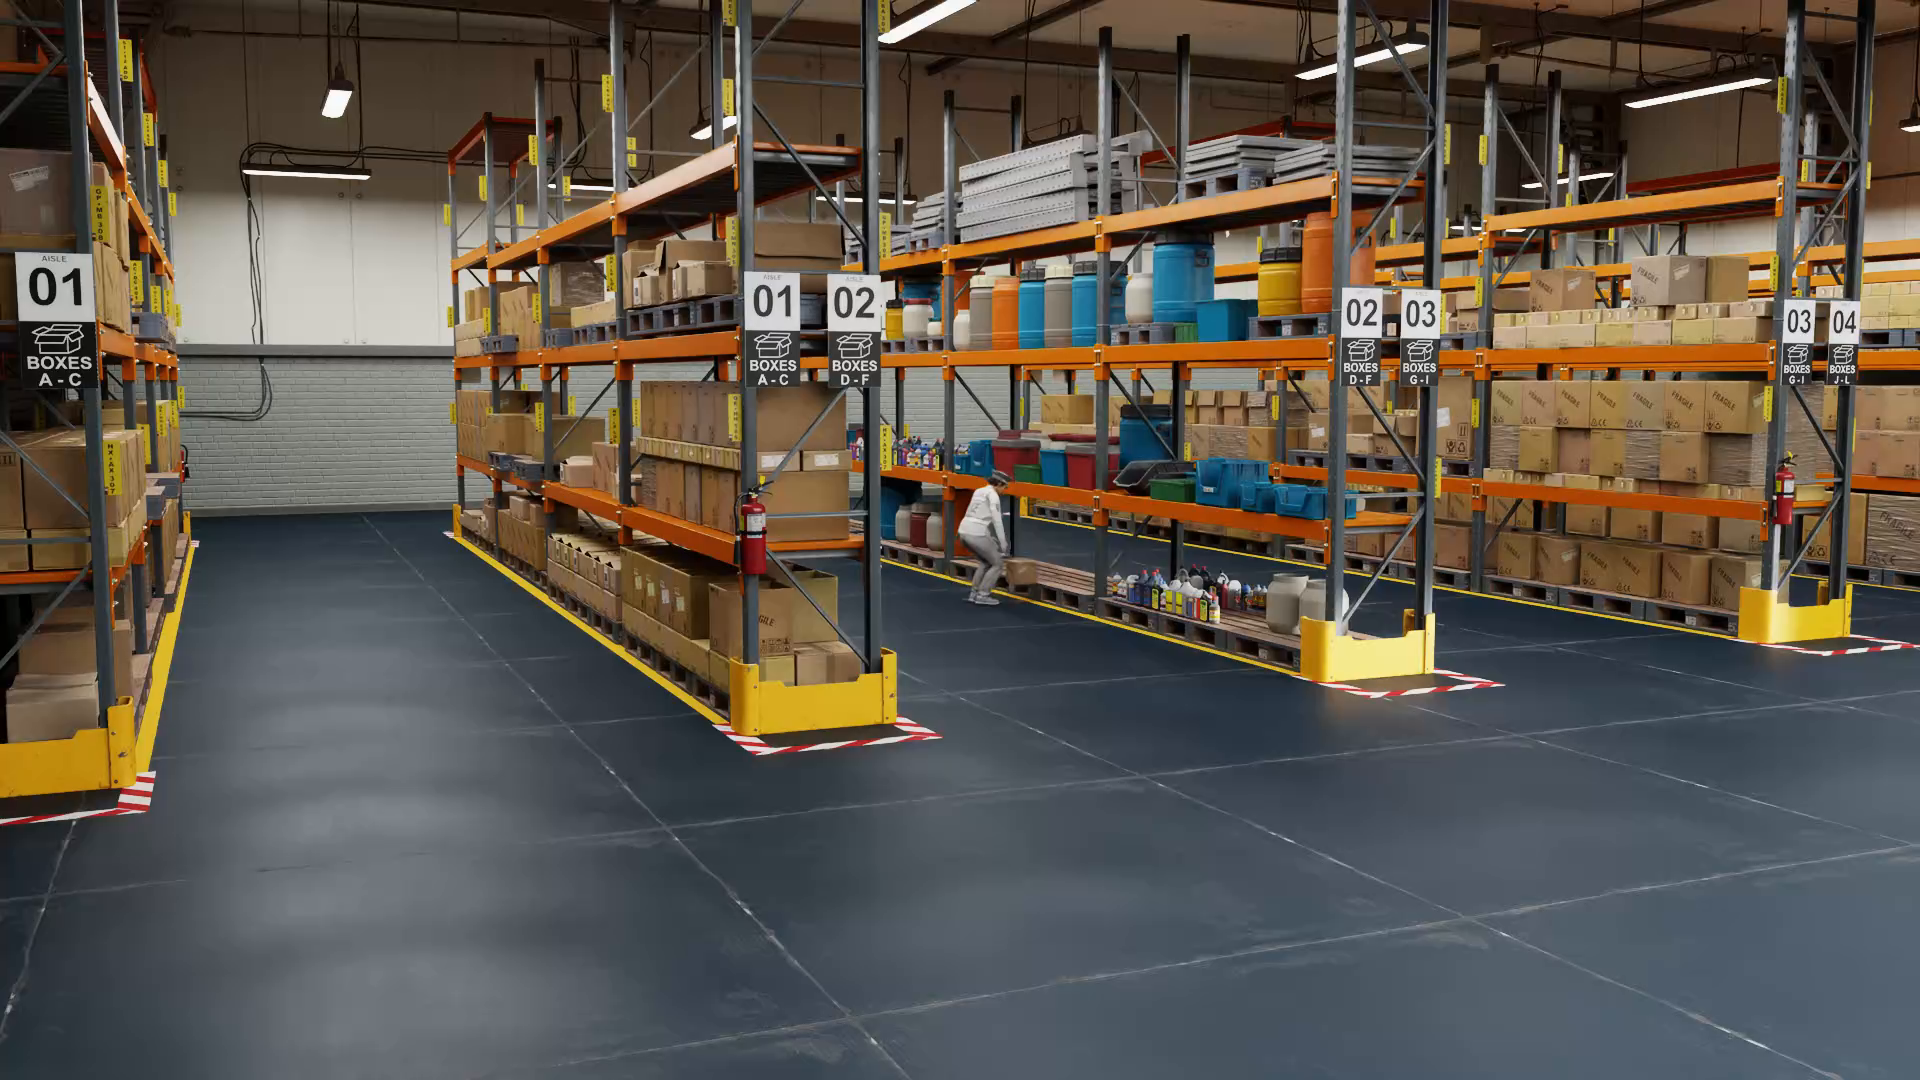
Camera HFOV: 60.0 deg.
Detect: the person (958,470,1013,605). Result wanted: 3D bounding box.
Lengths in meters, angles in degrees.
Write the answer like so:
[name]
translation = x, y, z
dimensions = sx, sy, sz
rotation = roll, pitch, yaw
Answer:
[person]
translation = 0.283, -0.033, 18.367
dimensions = 0.633, 1.479, 0.532
rotation = -2, 6, -23
